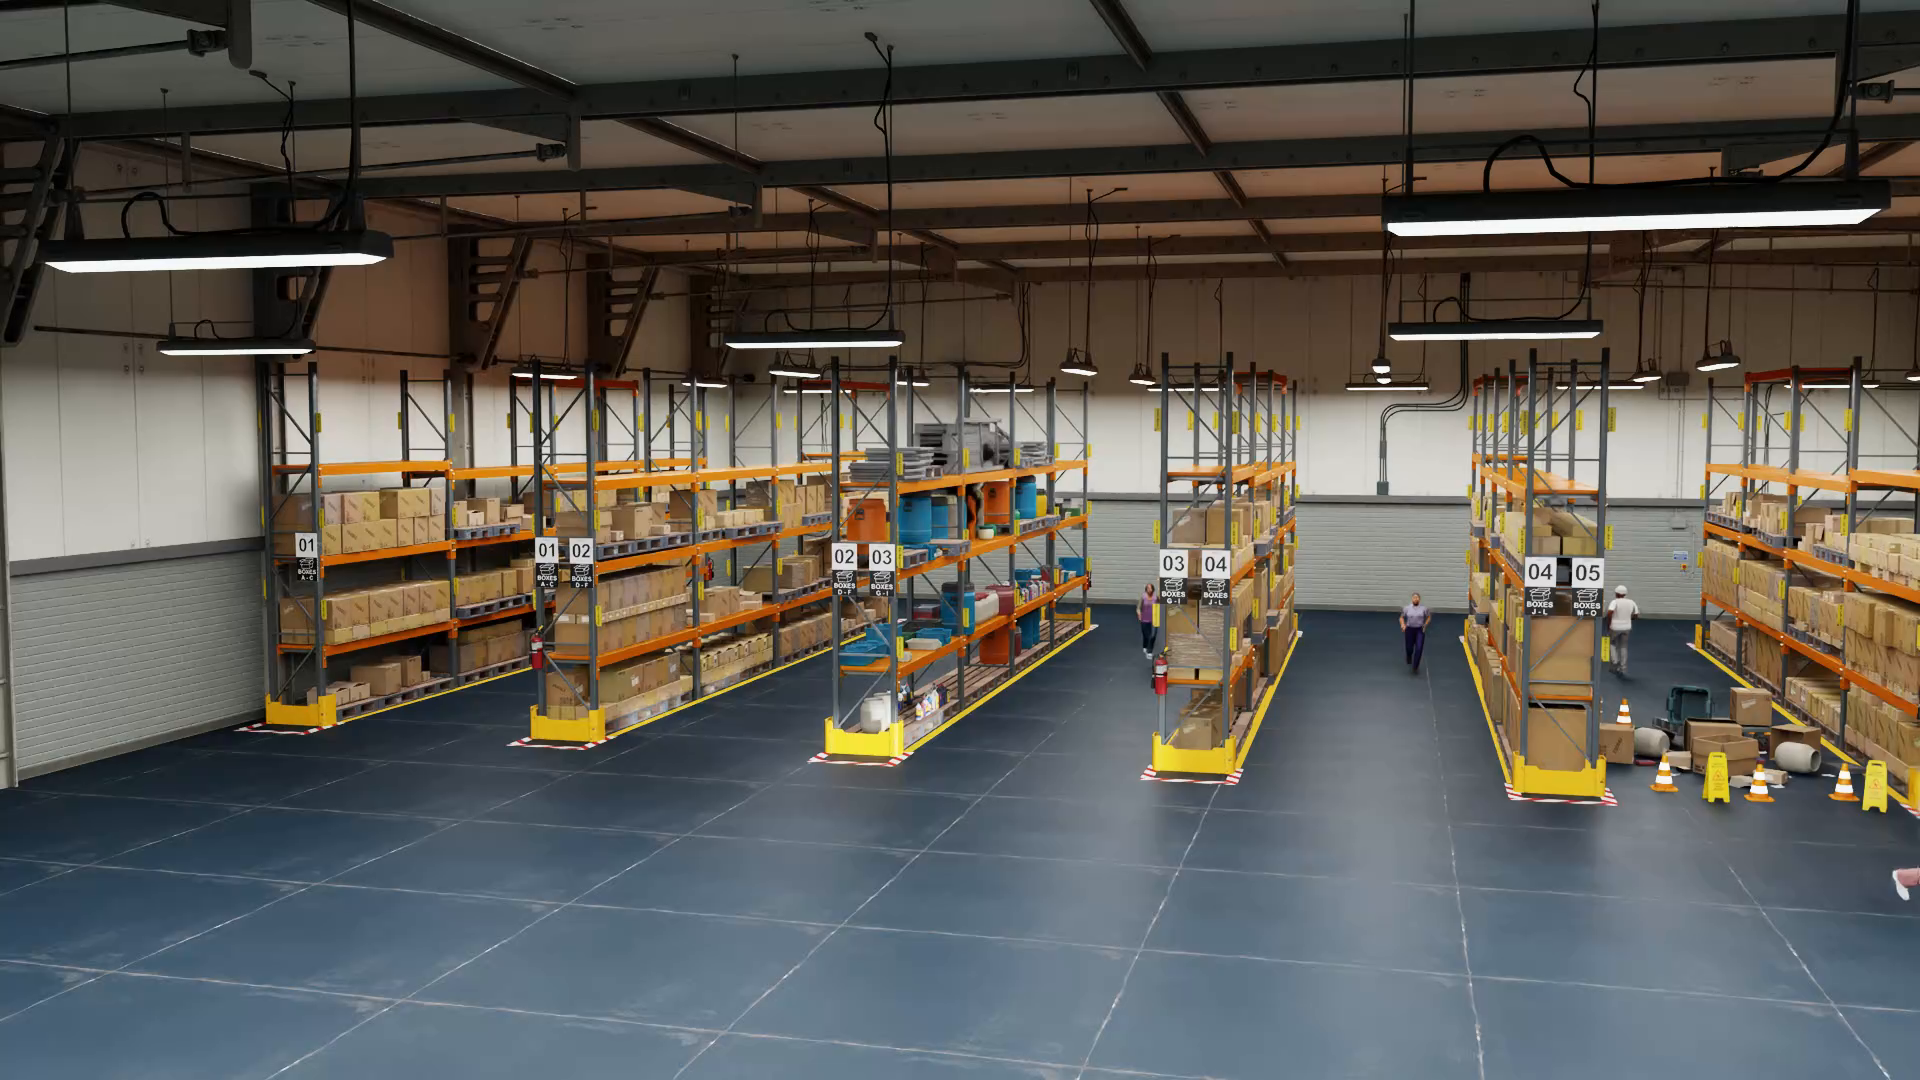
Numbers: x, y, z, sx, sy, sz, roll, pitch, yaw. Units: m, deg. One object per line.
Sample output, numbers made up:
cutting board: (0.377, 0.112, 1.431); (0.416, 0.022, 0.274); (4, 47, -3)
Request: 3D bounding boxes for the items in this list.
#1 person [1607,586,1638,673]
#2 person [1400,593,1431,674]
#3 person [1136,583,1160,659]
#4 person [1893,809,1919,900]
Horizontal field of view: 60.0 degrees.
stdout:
person: (13.230, 1.790, 33.352); (0.697, 1.764, 0.667); (0, 4, 1)
person: (9.156, 1.865, 33.439); (0.614, 1.609, 0.554); (1, 4, 14)
person: (3.808, 1.613, 33.423); (0.522, 1.518, 0.553); (0, 4, 3)
person: (9.872, 3.013, 16.792); (0.604, 1.650, 0.789); (-3, 5, -35)
